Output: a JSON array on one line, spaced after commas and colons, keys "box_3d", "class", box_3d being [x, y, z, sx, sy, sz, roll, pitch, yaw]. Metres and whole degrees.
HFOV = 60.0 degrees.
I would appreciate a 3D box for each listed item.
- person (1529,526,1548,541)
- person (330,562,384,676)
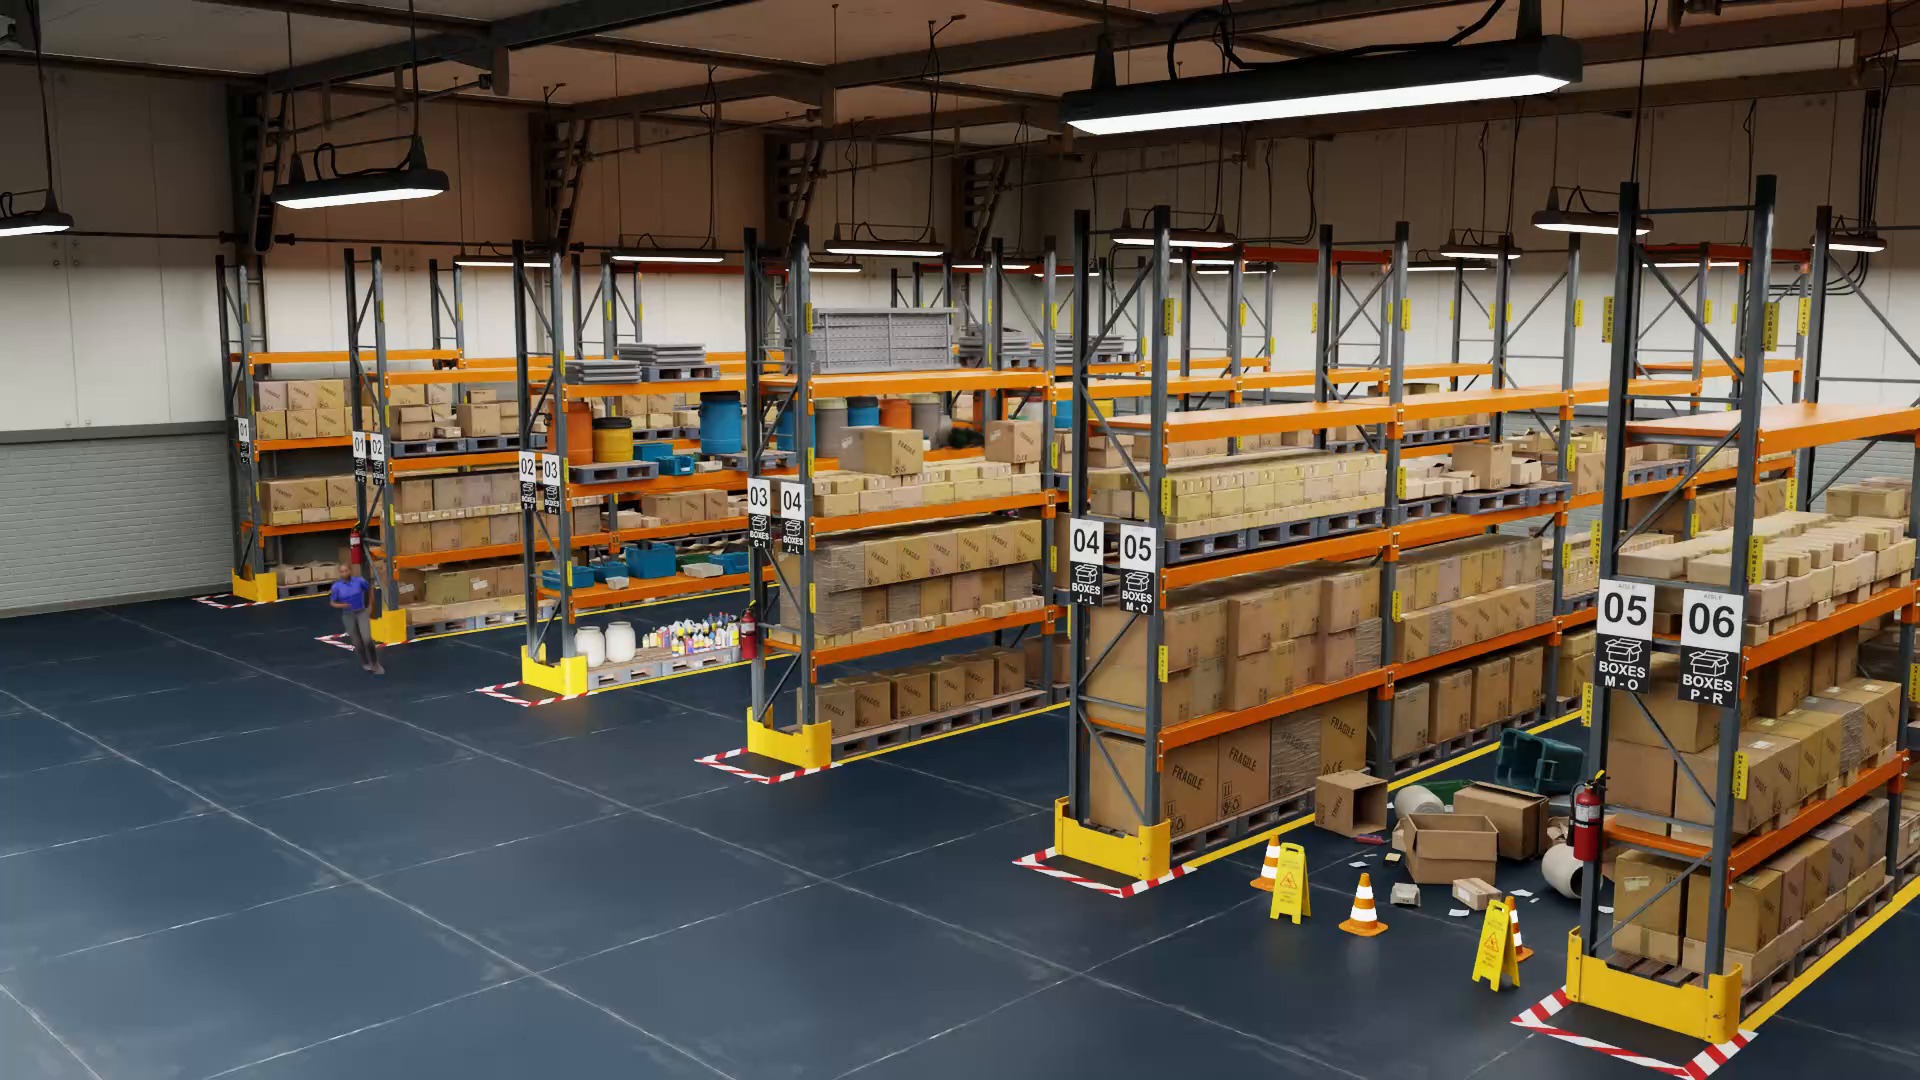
[{"box_3d": [10.028, 0.451, 28.357, 1.109, 1.456, 0.580, -4, 9, -26], "class": "person"}, {"box_3d": [-8.397, 1.104, 23.150, 0.657, 1.628, 0.732, -2, 8, -16], "class": "person"}]
